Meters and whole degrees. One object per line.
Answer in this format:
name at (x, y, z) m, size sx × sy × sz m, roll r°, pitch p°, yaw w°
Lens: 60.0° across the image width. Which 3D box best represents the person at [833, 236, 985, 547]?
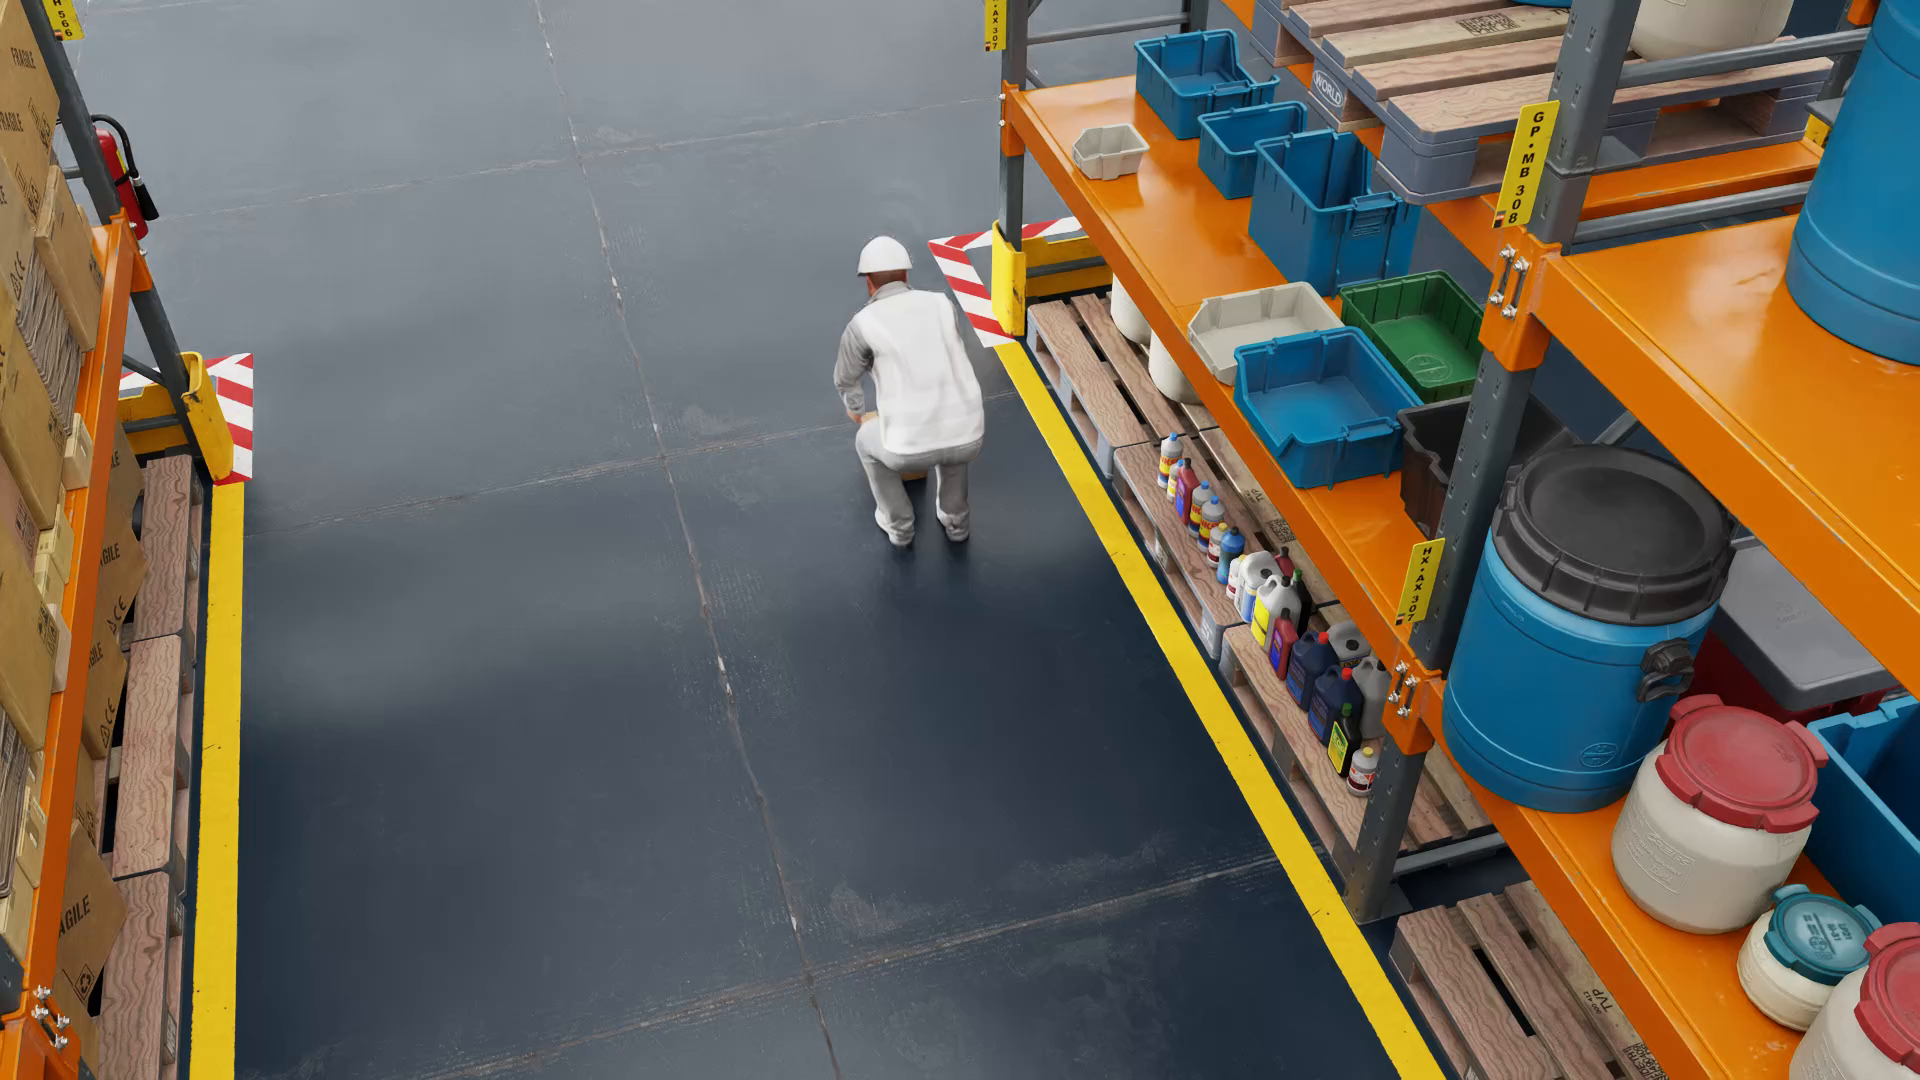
person at (-0.225, -0.580, 7.143) m, size 0.585 × 1.299 × 0.823 m, roll -12°, pitch 43°, yaw -13°
